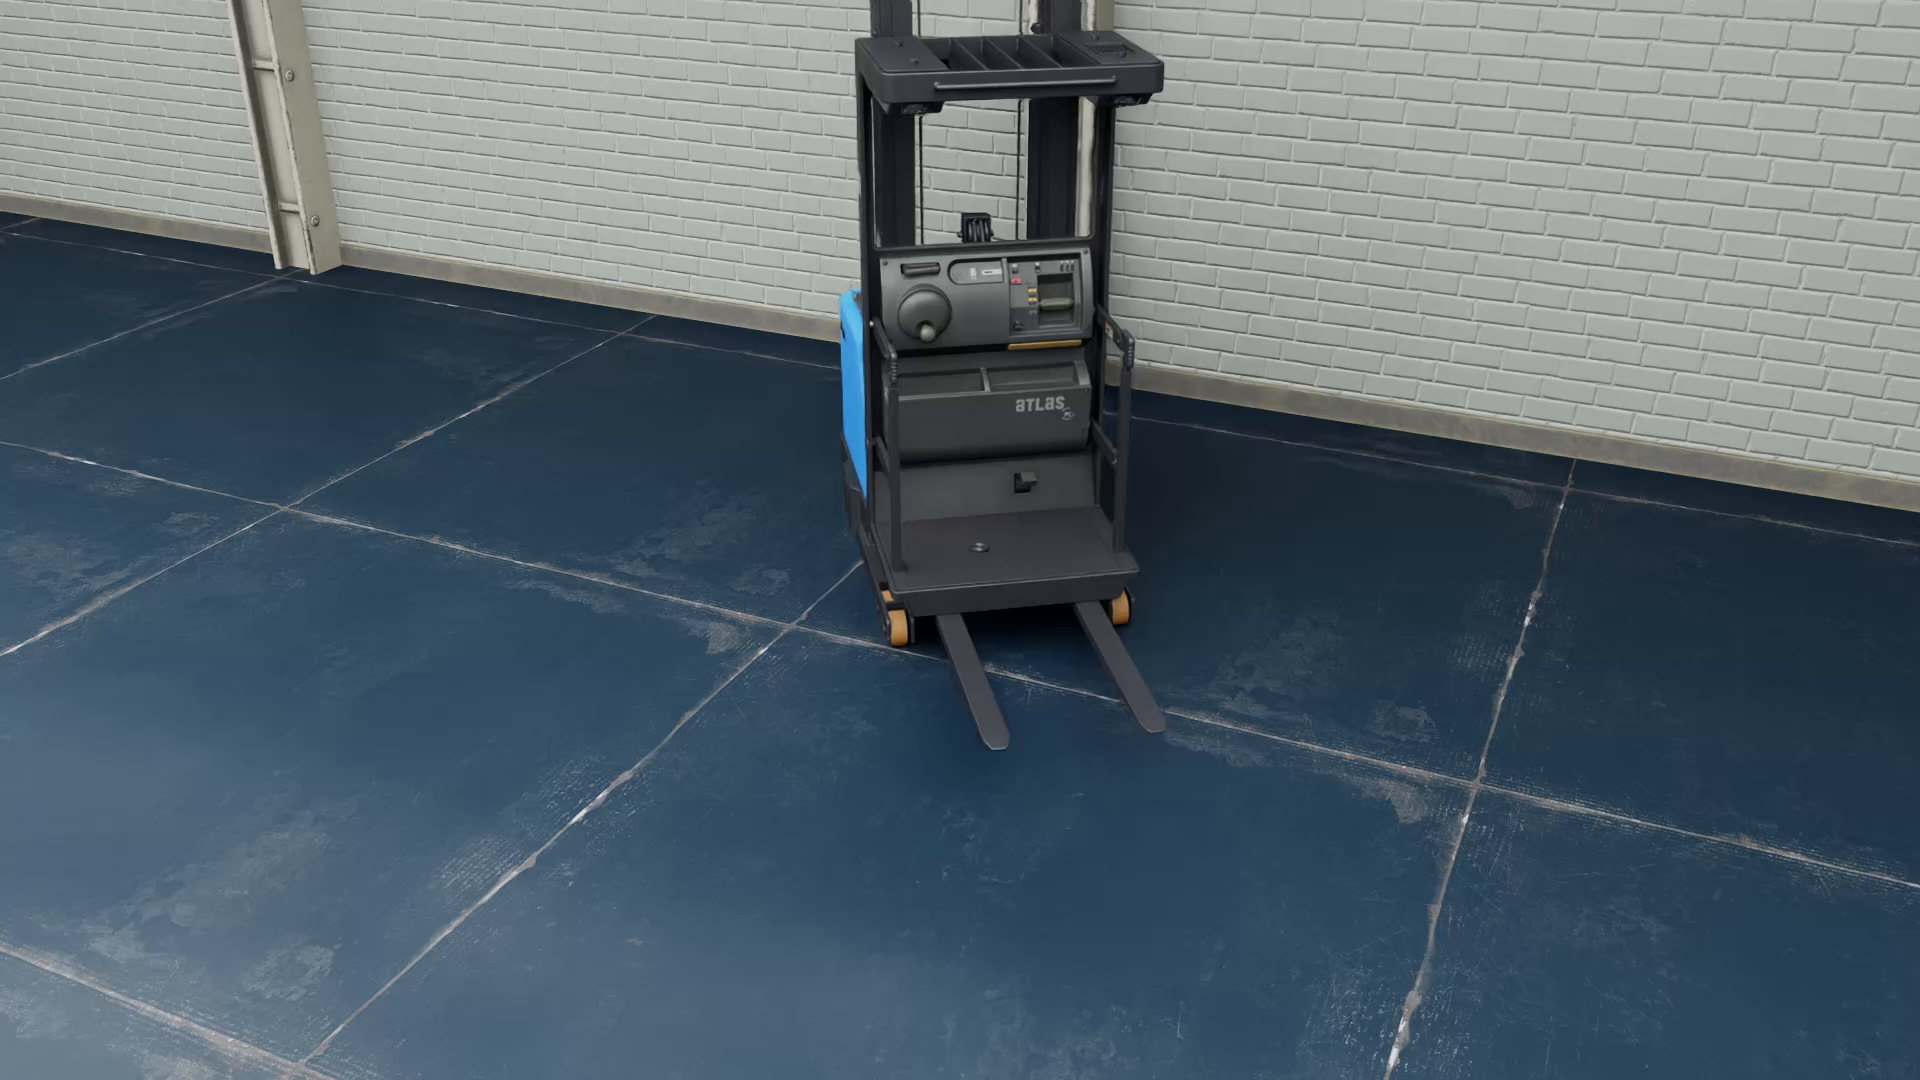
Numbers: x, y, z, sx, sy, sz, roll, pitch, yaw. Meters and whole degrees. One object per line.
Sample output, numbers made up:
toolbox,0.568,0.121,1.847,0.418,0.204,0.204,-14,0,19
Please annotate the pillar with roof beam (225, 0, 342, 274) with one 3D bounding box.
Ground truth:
pillar with roof beam,-6.629,-4.353,6.903,0.400,9.000,9.100,11,28,22

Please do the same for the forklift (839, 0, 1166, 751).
forklift,0.161,-1.022,7.007,1.130,2.935,3.031,-5,27,-10

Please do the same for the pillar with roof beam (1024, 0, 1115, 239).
pillar with roof beam,-1.167,-3.256,4.675,0.400,9.000,9.100,11,28,22
